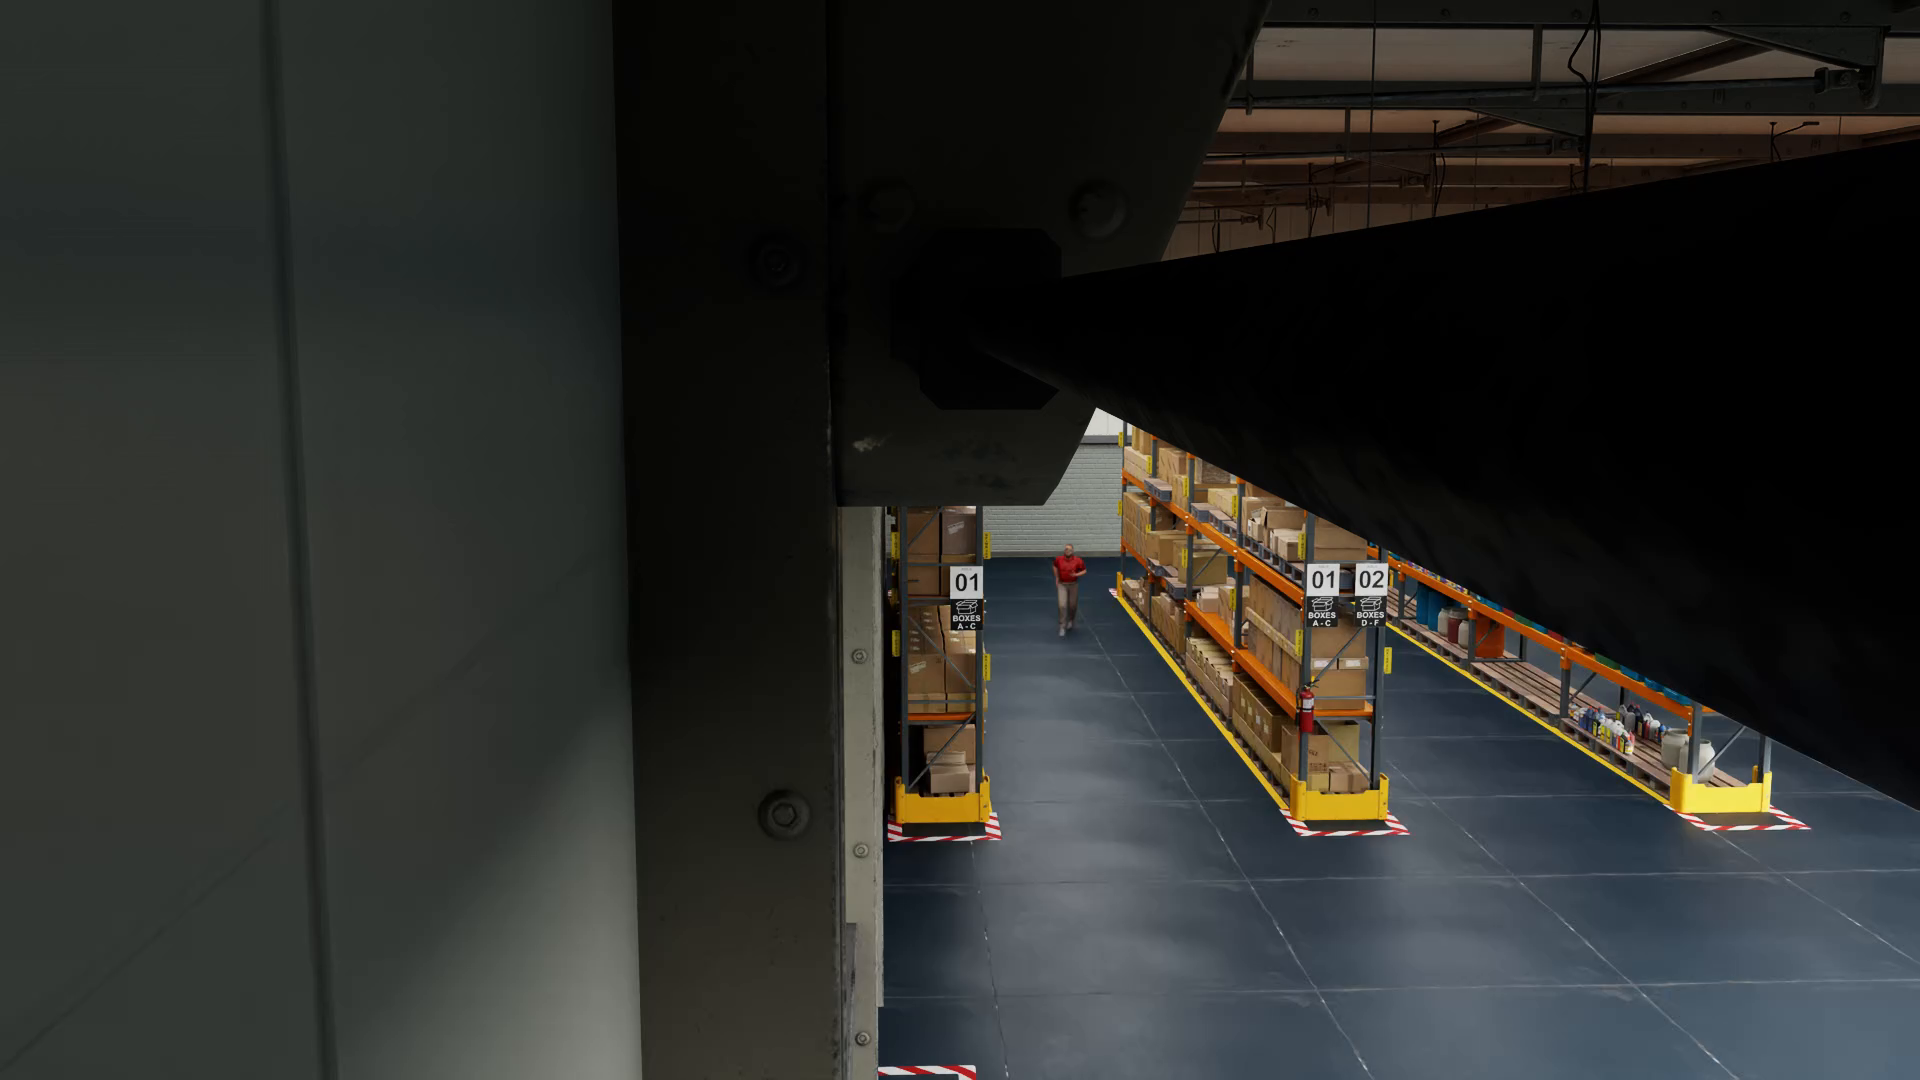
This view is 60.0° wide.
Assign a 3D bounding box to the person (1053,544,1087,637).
[{"bbox_3d":[2.137,0.956,32.332,0.638,1.779,0.846,0,8,1],"label":"person"}]

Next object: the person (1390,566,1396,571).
[{"bbox_3d":[10.499,-0.090,39.755,0.545,1.734,0.519,-1,8,-8],"label":"person"}]
